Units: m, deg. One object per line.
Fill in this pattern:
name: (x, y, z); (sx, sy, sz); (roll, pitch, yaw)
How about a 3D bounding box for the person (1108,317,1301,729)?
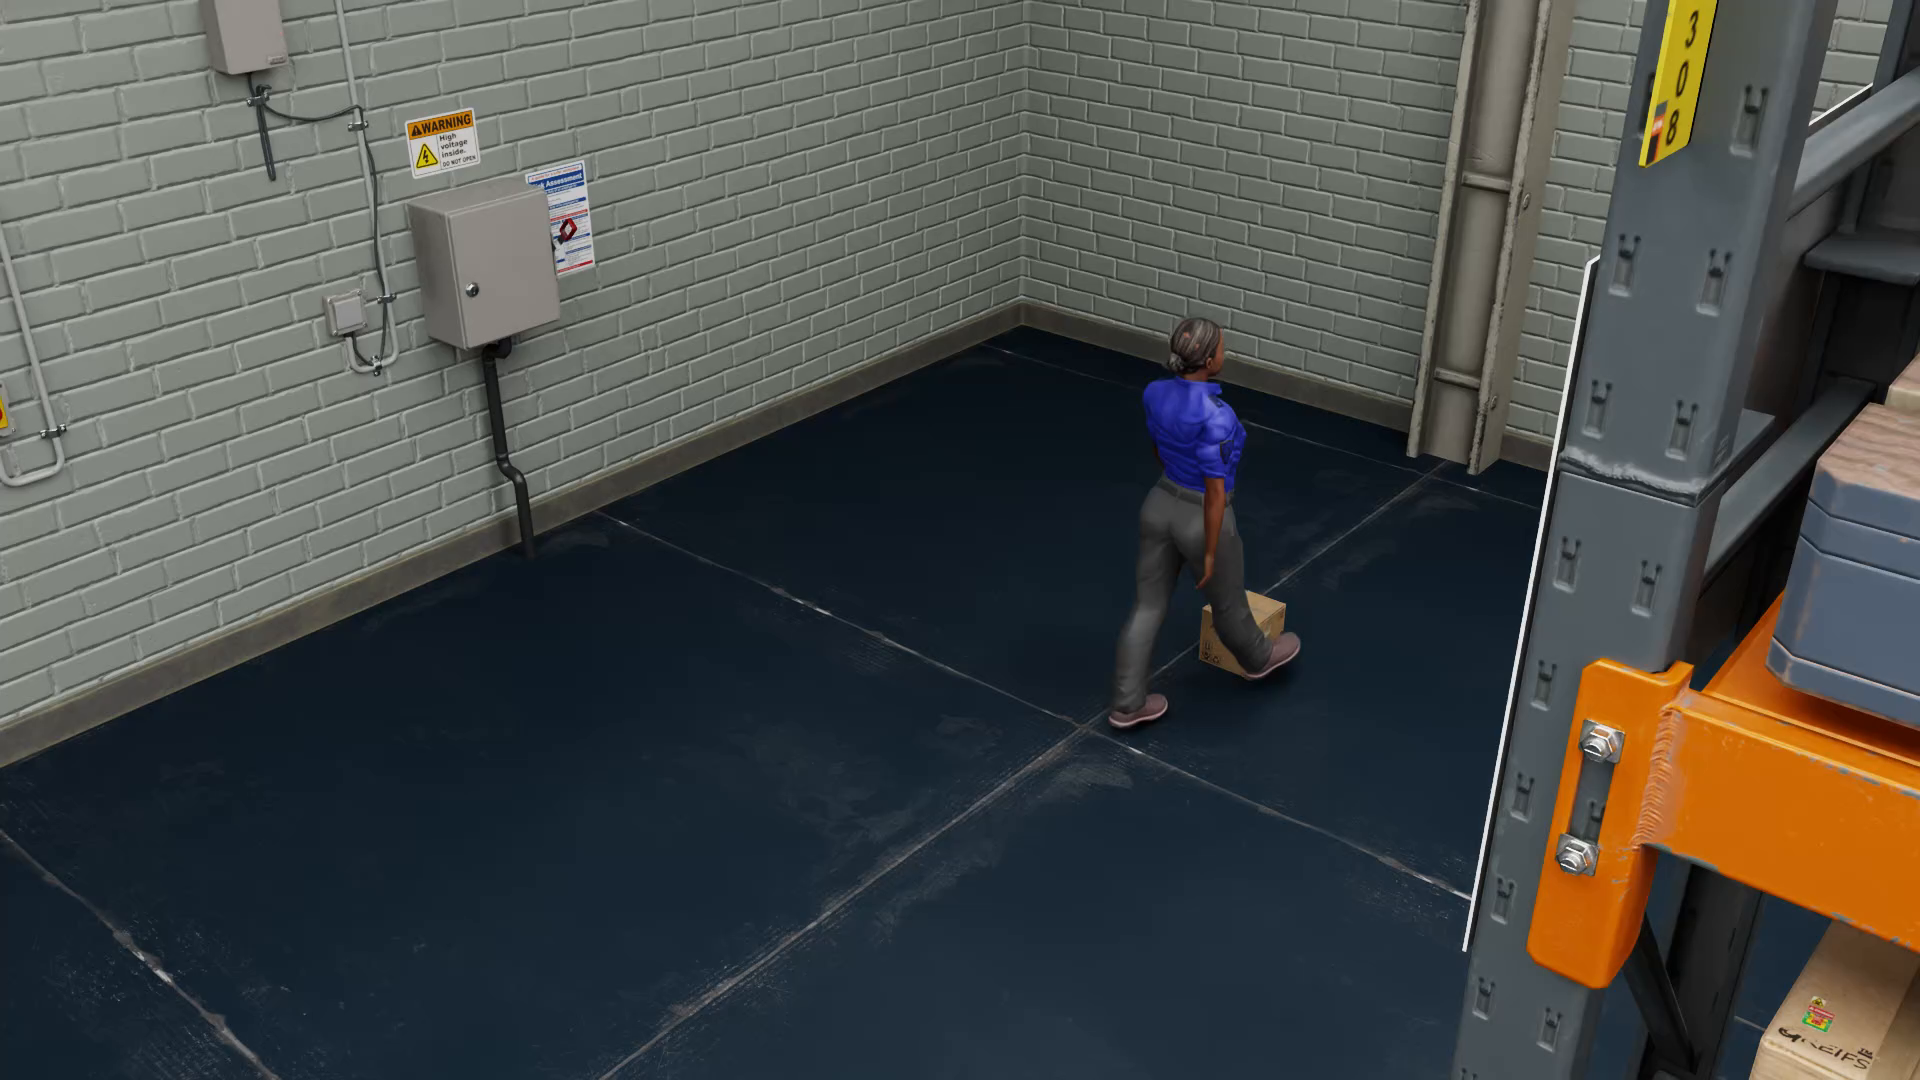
person: (0.939, -0.112, 6.318); (0.920, 1.618, 0.451); (-25, 36, -39)
